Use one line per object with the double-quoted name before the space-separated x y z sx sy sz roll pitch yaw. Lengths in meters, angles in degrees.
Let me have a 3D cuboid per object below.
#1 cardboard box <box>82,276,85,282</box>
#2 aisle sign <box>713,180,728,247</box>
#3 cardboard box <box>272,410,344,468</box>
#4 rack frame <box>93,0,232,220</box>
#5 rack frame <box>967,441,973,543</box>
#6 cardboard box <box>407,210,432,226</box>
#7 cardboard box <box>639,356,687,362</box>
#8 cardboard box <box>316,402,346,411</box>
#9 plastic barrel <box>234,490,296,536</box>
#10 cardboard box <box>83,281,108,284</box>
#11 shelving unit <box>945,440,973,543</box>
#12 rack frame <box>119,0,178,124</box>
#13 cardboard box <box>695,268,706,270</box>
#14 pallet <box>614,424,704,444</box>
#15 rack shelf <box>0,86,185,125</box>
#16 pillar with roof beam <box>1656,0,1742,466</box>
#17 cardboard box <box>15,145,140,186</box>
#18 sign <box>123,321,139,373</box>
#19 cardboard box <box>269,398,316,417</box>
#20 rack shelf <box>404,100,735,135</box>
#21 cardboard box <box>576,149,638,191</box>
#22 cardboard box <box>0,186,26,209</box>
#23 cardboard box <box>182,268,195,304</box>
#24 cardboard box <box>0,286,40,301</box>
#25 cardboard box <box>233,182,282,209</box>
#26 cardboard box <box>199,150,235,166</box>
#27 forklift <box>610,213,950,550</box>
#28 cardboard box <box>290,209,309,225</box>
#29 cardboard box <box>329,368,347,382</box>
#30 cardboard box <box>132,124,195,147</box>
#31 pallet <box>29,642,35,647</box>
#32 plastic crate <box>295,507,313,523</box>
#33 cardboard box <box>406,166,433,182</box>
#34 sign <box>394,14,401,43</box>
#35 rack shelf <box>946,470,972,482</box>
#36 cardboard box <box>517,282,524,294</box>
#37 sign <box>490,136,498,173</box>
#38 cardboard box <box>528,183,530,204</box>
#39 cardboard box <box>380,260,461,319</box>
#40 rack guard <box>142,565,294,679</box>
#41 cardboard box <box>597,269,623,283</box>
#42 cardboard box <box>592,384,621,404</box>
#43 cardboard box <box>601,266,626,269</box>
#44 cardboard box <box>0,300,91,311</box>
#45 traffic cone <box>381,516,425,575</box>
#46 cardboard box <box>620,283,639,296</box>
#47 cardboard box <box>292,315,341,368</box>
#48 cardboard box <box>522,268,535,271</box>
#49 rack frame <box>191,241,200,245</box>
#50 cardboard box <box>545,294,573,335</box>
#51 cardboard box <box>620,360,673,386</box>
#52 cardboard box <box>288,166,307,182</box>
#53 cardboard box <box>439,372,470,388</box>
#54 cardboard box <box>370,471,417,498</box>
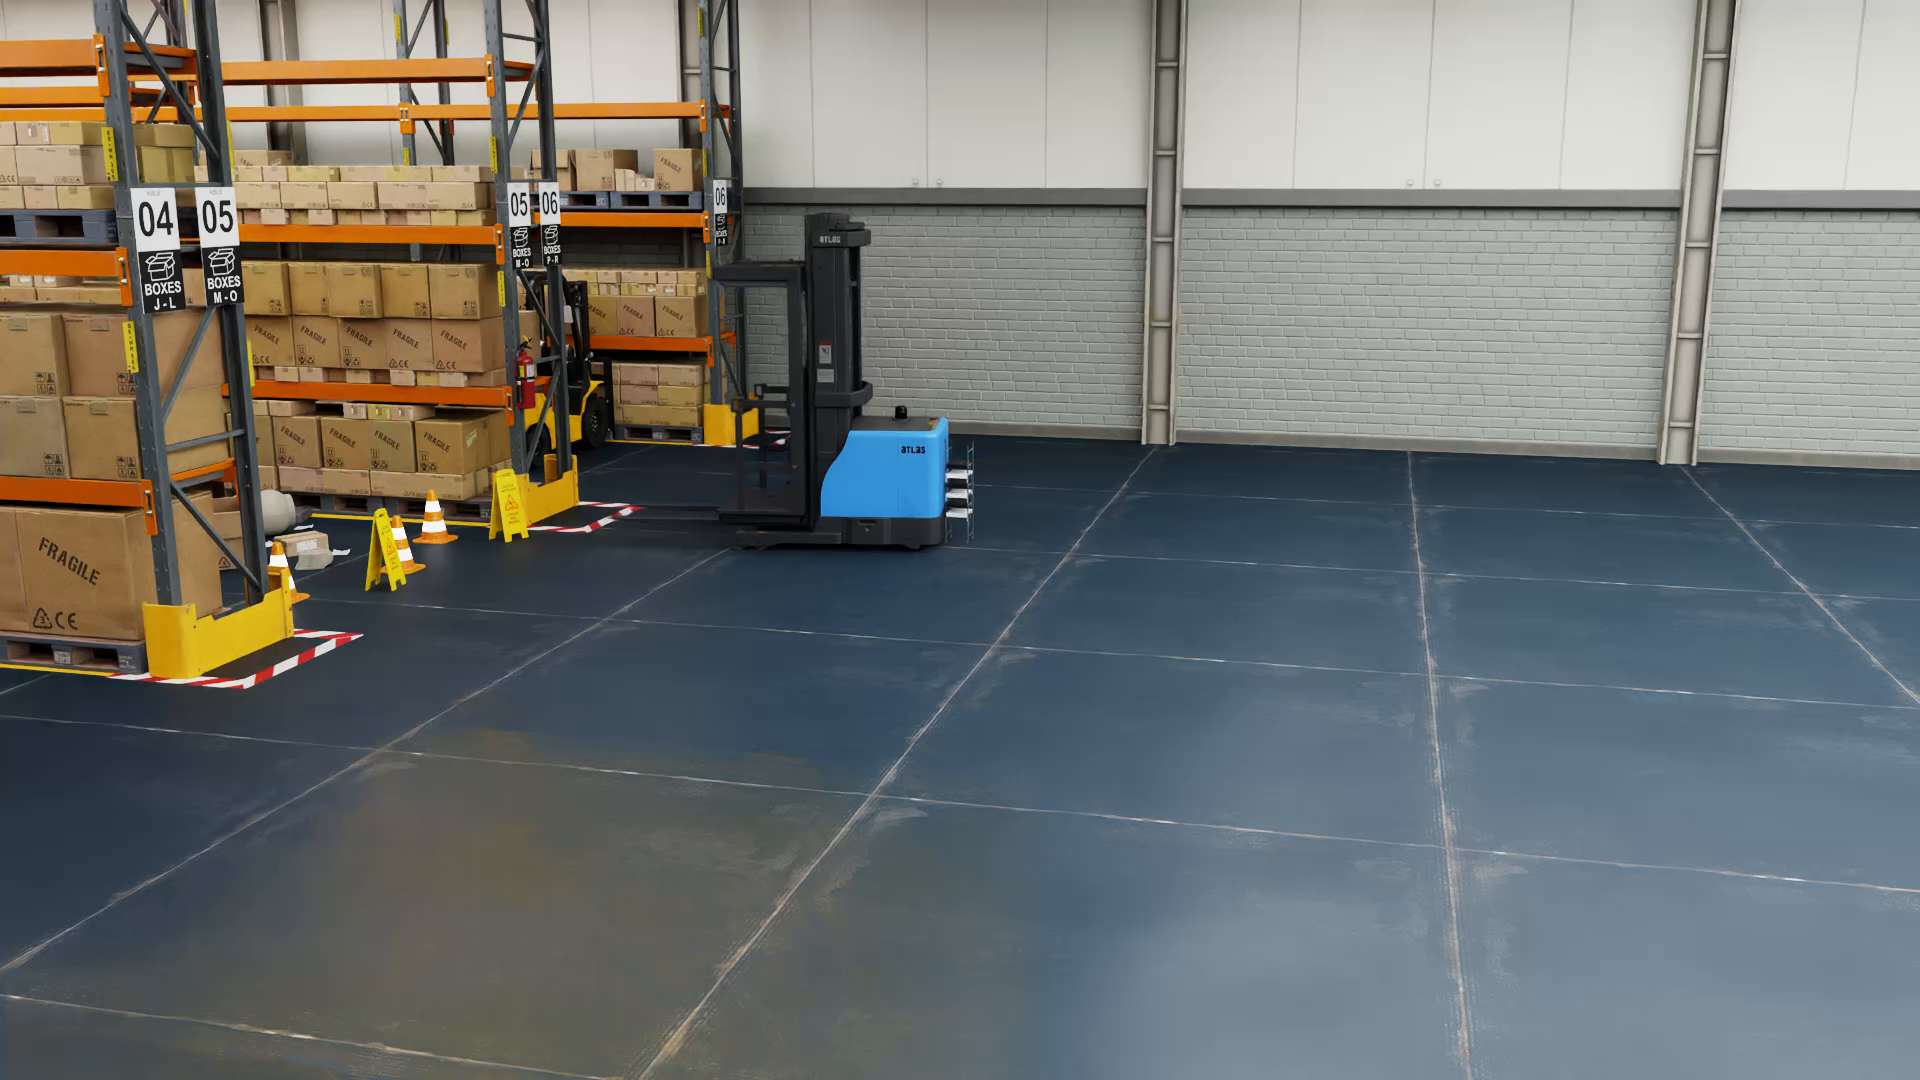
"cardboard box" -9.415 -2.771 17.411 0.250 0.149 0.380 4 13 17
"aisle sign" -2.901 -3.962 20.163 0.004 0.787 0.394 3 13 14
"cardboard box" -6.430 -1.010 16.509 0.500 0.500 0.500 4 13 16
"rack frame" -5.168 -3.596 10.668 0.127 3.000 1.000 3 13 14
"rack frame" 0.094 -0.435 15.117 0.006 0.900 0.240 3 13 12
"cardboard box" -4.993 -3.042 15.675 0.250 0.149 0.380 3 13 15
"cardboard box" -3.802 -2.198 21.288 0.500 0.250 0.500 3 13 14
"cardboard box" -6.335 -1.124 17.020 0.500 0.500 0.500 4 13 17
"plastic barrel" -6.448 -0.245 15.360 0.512 0.421 0.421 -9 15 -35
"cardboard box" -9.313 -2.459 17.507 0.500 0.500 0.500 3 13 13
"shelving unit" -0.005 -0.440 15.138 0.210 0.900 0.258 3 13 12
"rack frame" -10.661 -6.102 21.960 0.127 3.000 1.000 3 13 14
"cardboard box" -3.169 -3.331 20.906 0.250 0.149 0.380 3 13 12
"pallet" -3.647 -1.427 21.180 1.213 0.211 1.003 3 13 14
"rack shelf" -9.905 -4.407 16.908 4.000 0.370 1.077 3 13 14
"pillar with roof beam" 7.265 -4.384 14.218 0.400 9.000 9.100 3 13 14
"cardboard box" -5.710 -2.424 10.770 0.500 0.250 0.500 3 13 14
"sign" -5.311 -1.235 10.655 0.005 0.325 0.100 3 13 14
"cardboard box" -6.587 -1.321 16.411 0.250 0.149 0.380 4 13 17
"rack shelf" -4.836 -5.244 20.678 4.000 0.370 1.077 3 13 14
"cardboard box" -4.353 -4.571 20.553 0.500 0.500 0.700 3 13 14
"cardboard box" -6.066 -2.236 10.839 0.250 0.149 0.380 3 13 14
"cardboard box" -7.588 -2.535 16.509 0.500 0.500 0.700 3 13 13
"cardboard box" -9.448 -2.350 17.012 0.500 0.500 0.500 4 13 15
"cardboard box" -6.616 -3.324 16.024 0.500 0.250 0.500 3 13 14
"cardboard box" -9.503 -4.846 21.794 0.500 0.500 0.700 3 13 12
"forklift" -1.643 -1.456 15.031 3.031 2.935 1.130 1 13 5
"cardboard box" -6.220 -3.115 16.003 0.250 0.149 0.380 3 13 14
"cardboard box" -5.974 -1.649 16.321 0.250 0.149 0.380 3 13 14
"cardboard box" -5.416 -2.737 11.257 0.250 0.149 0.380 3 13 14
"pallet" -7.144 0.605 12.020 1.213 0.211 1.003 3 13 14
"plastic crate" -6.636 -0.242 16.140 0.583 0.080 0.402 -1 13 -6
"cardboard box" -4.972 -3.431 15.587 0.250 0.149 0.380 3 13 13
"sign" -6.896 -6.274 20.397 0.005 0.325 0.100 3 13 14
"rack shelf" -0.005 -0.583 15.106 0.200 0.077 0.258 3 13 12
"cardboard box" -5.544 -3.196 20.985 0.250 0.149 0.380 3 13 13
"sign" -4.233 -3.495 15.091 0.005 0.325 0.100 3 13 14
"cardboard box" -4.504 -3.332 16.062 0.500 0.250 0.500 3 13 13
"cardboard box" -5.118 -2.404 15.920 0.500 0.500 0.700 3 13 14
"rack guard" -5.145 0.554 11.583 0.348 0.500 1.175 3 13 14
"cardboard box" -4.303 -3.276 20.657 0.250 0.149 0.380 3 13 15
"cardboard box" -4.433 -1.875 20.982 0.500 0.250 0.500 3 13 12
"cardboard box" -4.405 -3.421 21.312 0.250 0.149 0.380 3 13 12
"cardboard box" -6.586 -1.362 11.609 0.550 0.550 0.875 3 13 14
"traffic cone" -4.742 0.025 14.054 0.334 0.463 0.336 3 13 14
"cardboard box" -4.029 -3.131 20.692 0.250 0.149 0.380 3 13 13
"cardboard box" -6.131 -1.962 16.234 0.500 0.500 0.500 3 13 14
"cardboard box" -5.530 -3.348 20.986 0.250 0.149 0.380 3 13 13
"rack frame" -7.964 -1.921 16.968 0.127 3.000 1.000 3 13 14
"cardboard box" -4.925 -2.856 20.951 0.500 0.500 0.500 3 13 14
"cardboard box" -3.913 -2.092 20.808 0.500 0.250 0.500 3 13 15
"cardboard box" -6.207 -3.504 15.916 0.250 0.149 0.380 3 13 15
"cardboard box" -4.767 -1.555 15.899 0.250 0.149 0.380 3 13 13
"cardboard box" -5.430 -0.590 16.348 0.500 0.250 0.500 3 13 14
